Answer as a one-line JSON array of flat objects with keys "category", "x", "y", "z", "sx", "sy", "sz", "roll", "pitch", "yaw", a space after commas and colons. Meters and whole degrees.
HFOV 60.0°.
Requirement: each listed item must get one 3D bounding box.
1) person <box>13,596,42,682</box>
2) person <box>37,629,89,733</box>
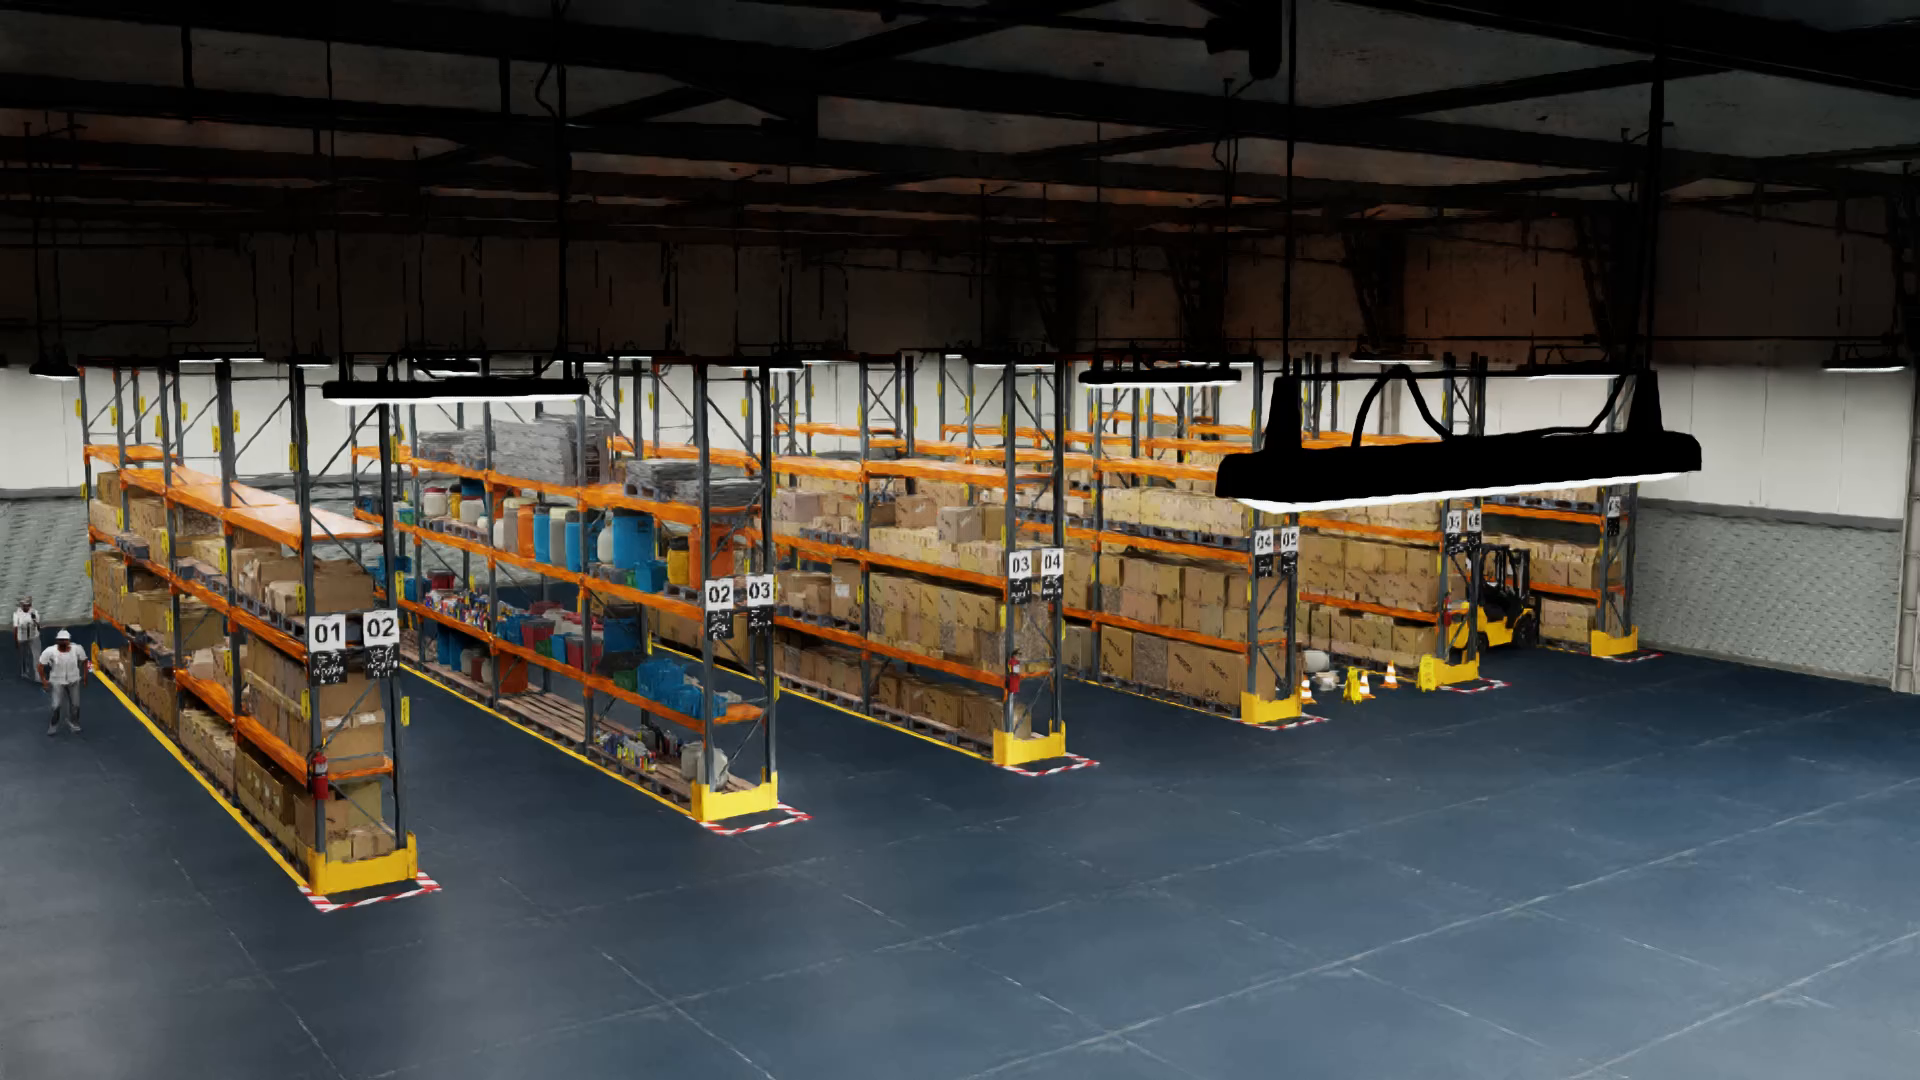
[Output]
[{"category": "person", "x": -17.225, "y": 1.807, "z": 30.710, "sx": 0.447, "sy": 1.589, "sz": 1.088, "roll": -4, "pitch": 8, "yaw": -32}, {"category": "person", "x": -14.356, "y": 2.263, "z": 26.656, "sx": 0.719, "sy": 1.714, "sz": 0.578, "roll": -5, "pitch": 9, "yaw": -37}]
